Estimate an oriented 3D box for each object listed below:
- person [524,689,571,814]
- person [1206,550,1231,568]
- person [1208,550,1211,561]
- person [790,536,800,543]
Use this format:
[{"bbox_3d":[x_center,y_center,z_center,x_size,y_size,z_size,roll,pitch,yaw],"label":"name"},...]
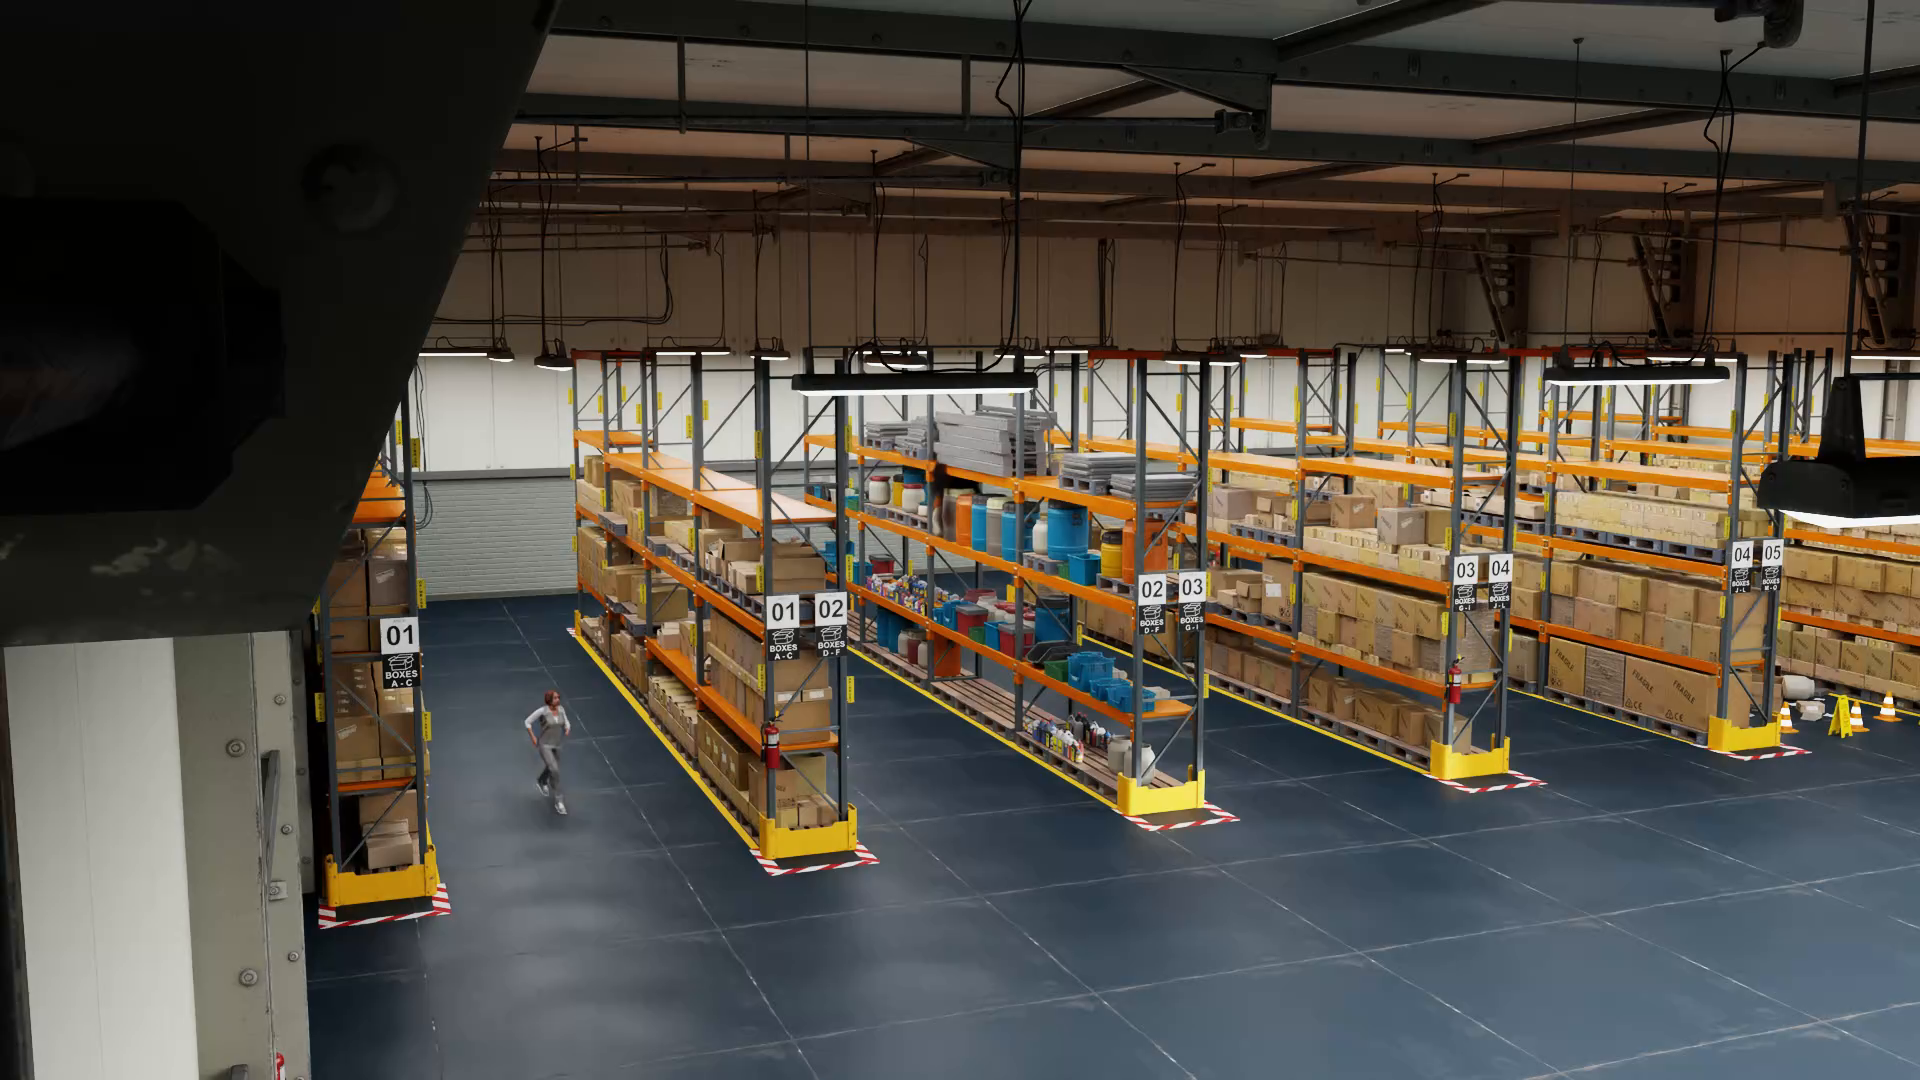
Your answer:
[{"bbox_3d":[-5.501,2.782,22.208,0.869,1.621,0.571,7,10,44],"label":"person"},{"bbox_3d":[5.464,1.048,35.533,0.625,1.733,0.933,-1,7,-11],"label":"person"},{"bbox_3d":[6.096,0.398,41.267,0.652,1.712,0.619,-4,8,-32],"label":"person"},{"bbox_3d":[-4.036,0.663,39.444,0.783,1.524,0.508,-3,8,-21],"label":"person"}]
